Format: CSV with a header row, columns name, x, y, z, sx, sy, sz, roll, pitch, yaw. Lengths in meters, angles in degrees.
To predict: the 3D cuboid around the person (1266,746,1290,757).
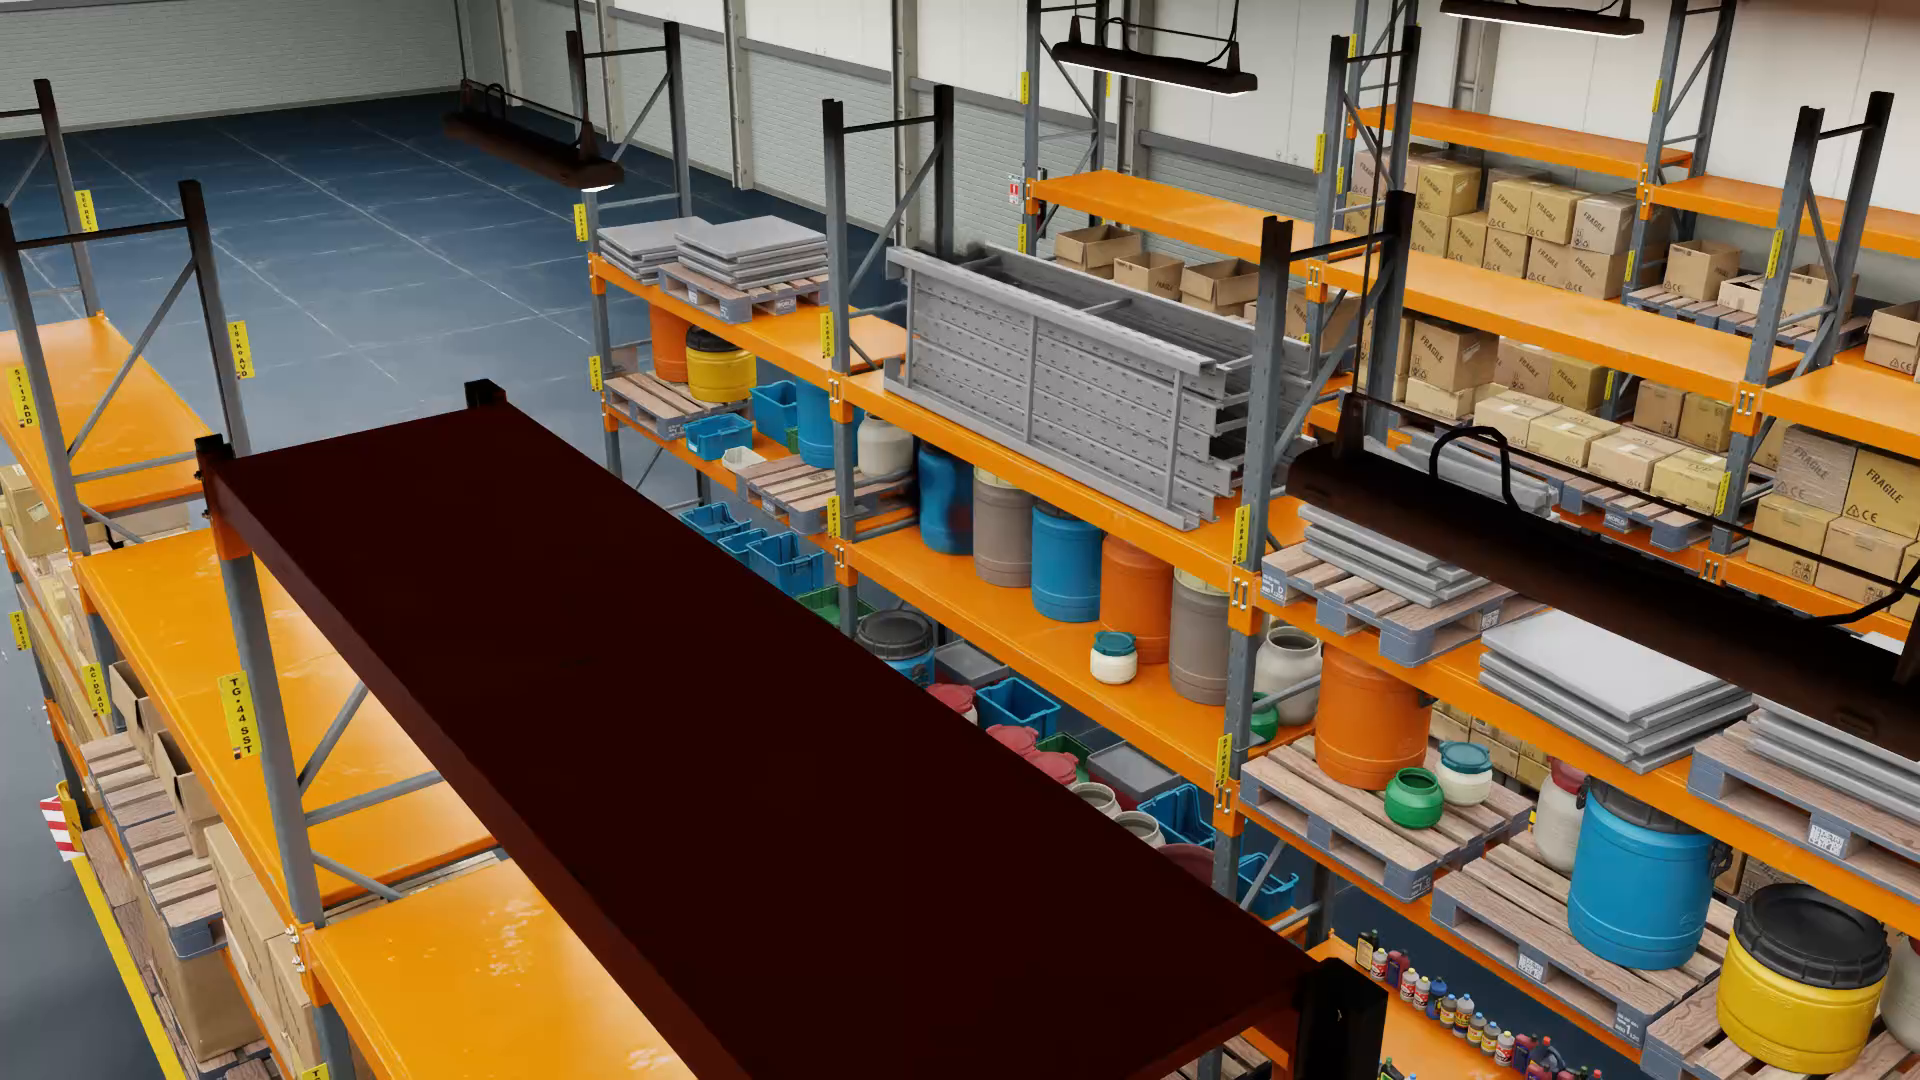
name,x,y,z,sx,sy,sz,roll,pitch,yaw
person,2.395,1.076,14.559,1.196,1.680,0.629,20,32,37
